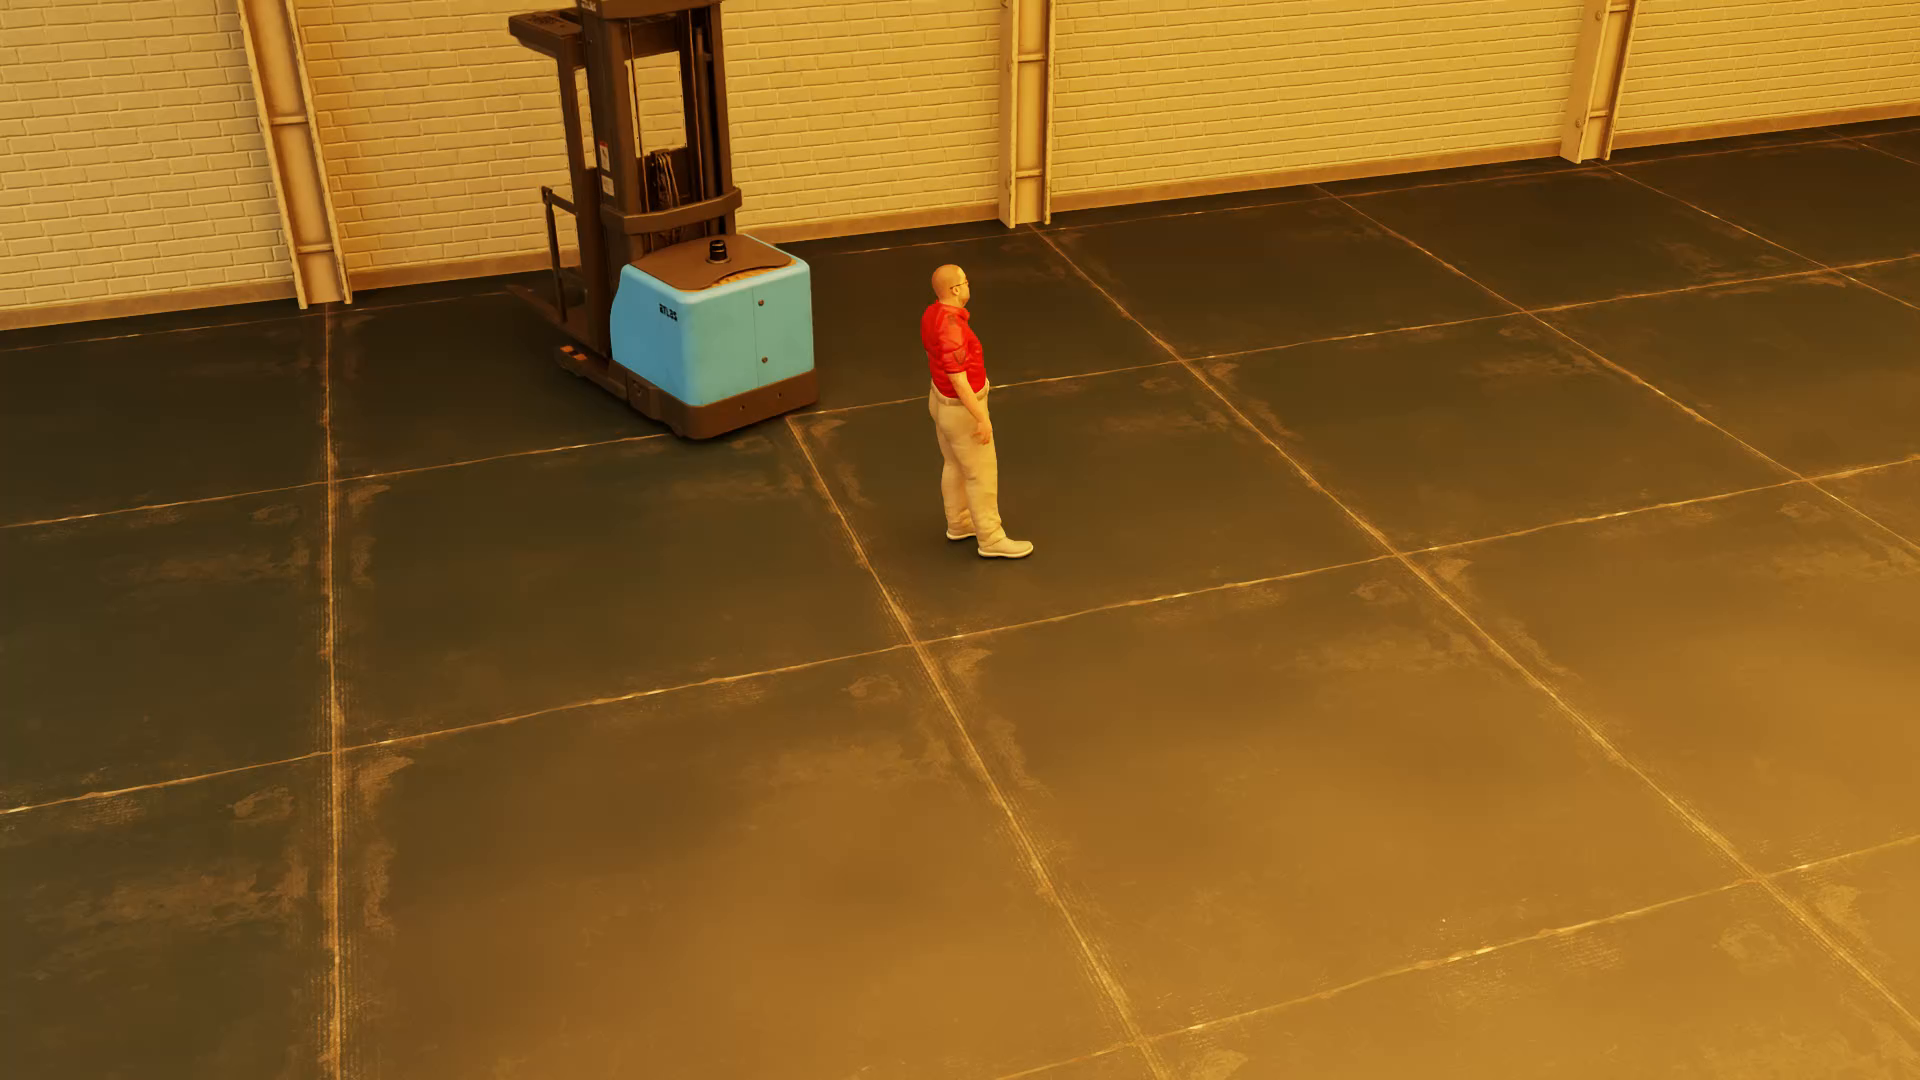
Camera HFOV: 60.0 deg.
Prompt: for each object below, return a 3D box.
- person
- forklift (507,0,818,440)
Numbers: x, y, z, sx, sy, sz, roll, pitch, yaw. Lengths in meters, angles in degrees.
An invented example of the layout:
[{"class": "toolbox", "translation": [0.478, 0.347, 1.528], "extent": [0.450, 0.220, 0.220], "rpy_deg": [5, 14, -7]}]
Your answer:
[{"class": "person", "translation": [0.089, -0.765, 9.606], "extent": [0.550, 1.728, 0.641], "rpy_deg": [-10, 31, -16]}, {"class": "forklift", "translation": [-2.323, -2.597, 11.601], "extent": [1.130, 2.935, 3.031], "rpy_deg": [-23, 37, -34]}]
